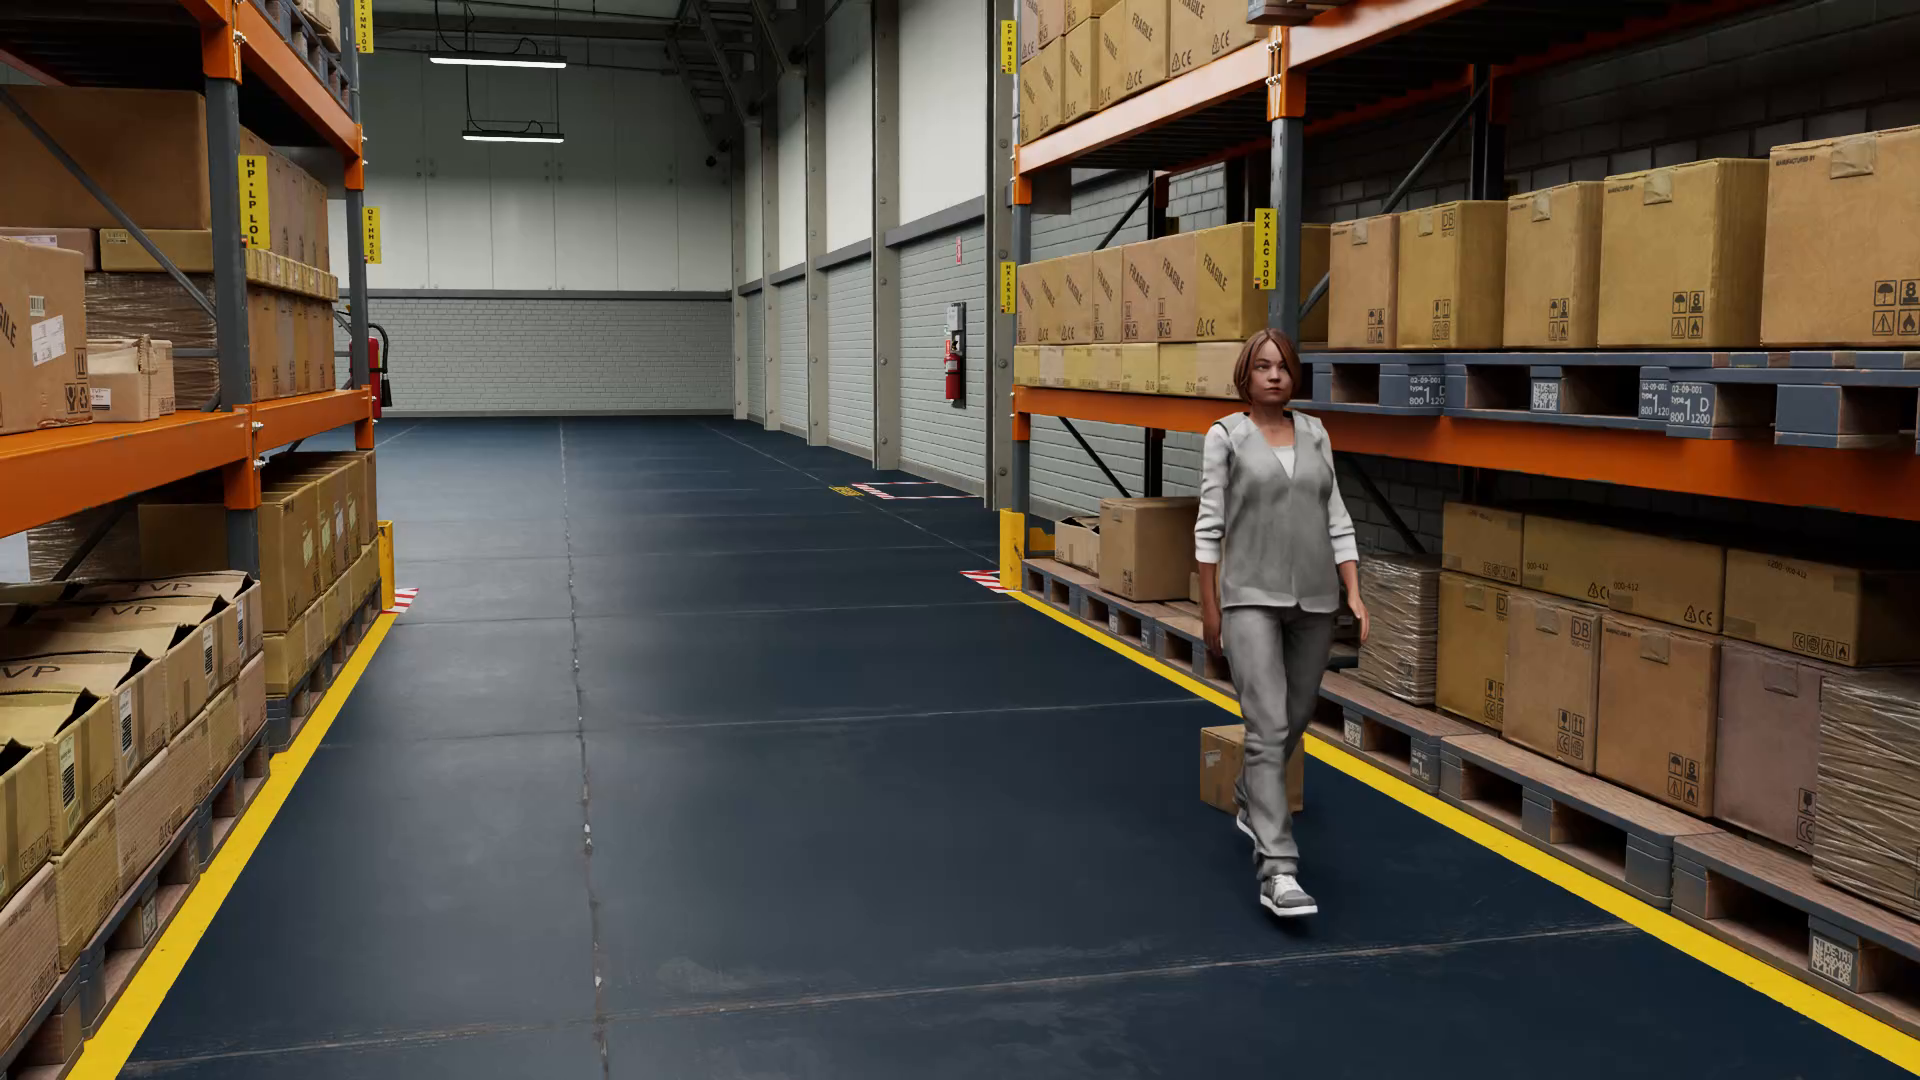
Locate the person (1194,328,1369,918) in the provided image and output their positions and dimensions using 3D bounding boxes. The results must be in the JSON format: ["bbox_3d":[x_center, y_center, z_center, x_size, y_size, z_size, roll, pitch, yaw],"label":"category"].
[{"bbox_3d":[0.908,0.188,4.627,0.419,1.550,0.849,-2,7,-15],"label":"person"}]
